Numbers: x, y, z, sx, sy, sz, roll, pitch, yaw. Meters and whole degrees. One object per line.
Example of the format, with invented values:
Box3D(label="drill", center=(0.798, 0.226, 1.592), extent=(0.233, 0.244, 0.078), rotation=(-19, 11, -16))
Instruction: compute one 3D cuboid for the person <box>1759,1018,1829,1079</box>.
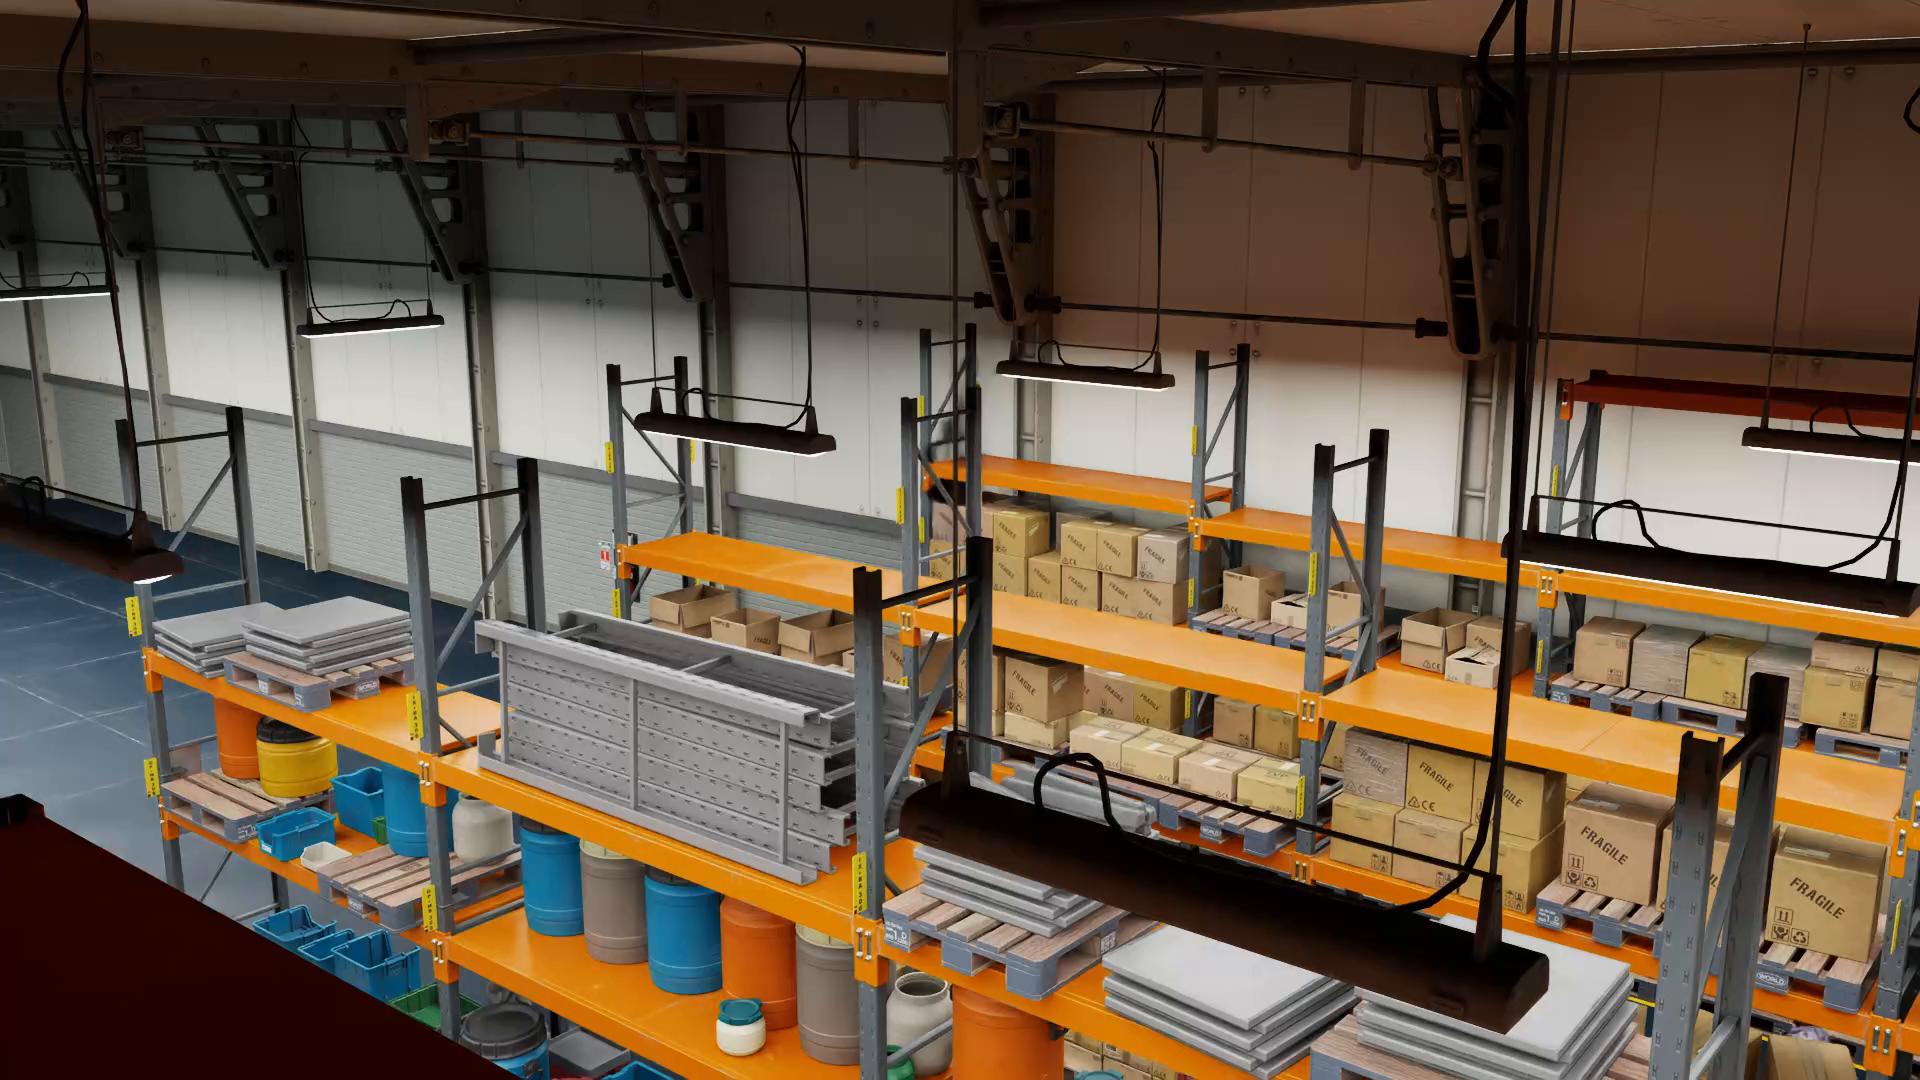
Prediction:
Box3D(label="person", center=(6.684, 4.393, 13.172), extent=(0.640, 1.593, 0.603), rotation=(9, 15, 34))

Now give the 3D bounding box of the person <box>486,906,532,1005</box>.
Box3D(label="person", center=(-4.114, 3.921, 15.235), extent=(0.636, 1.570, 0.512), rotation=(11, 17, 40))
